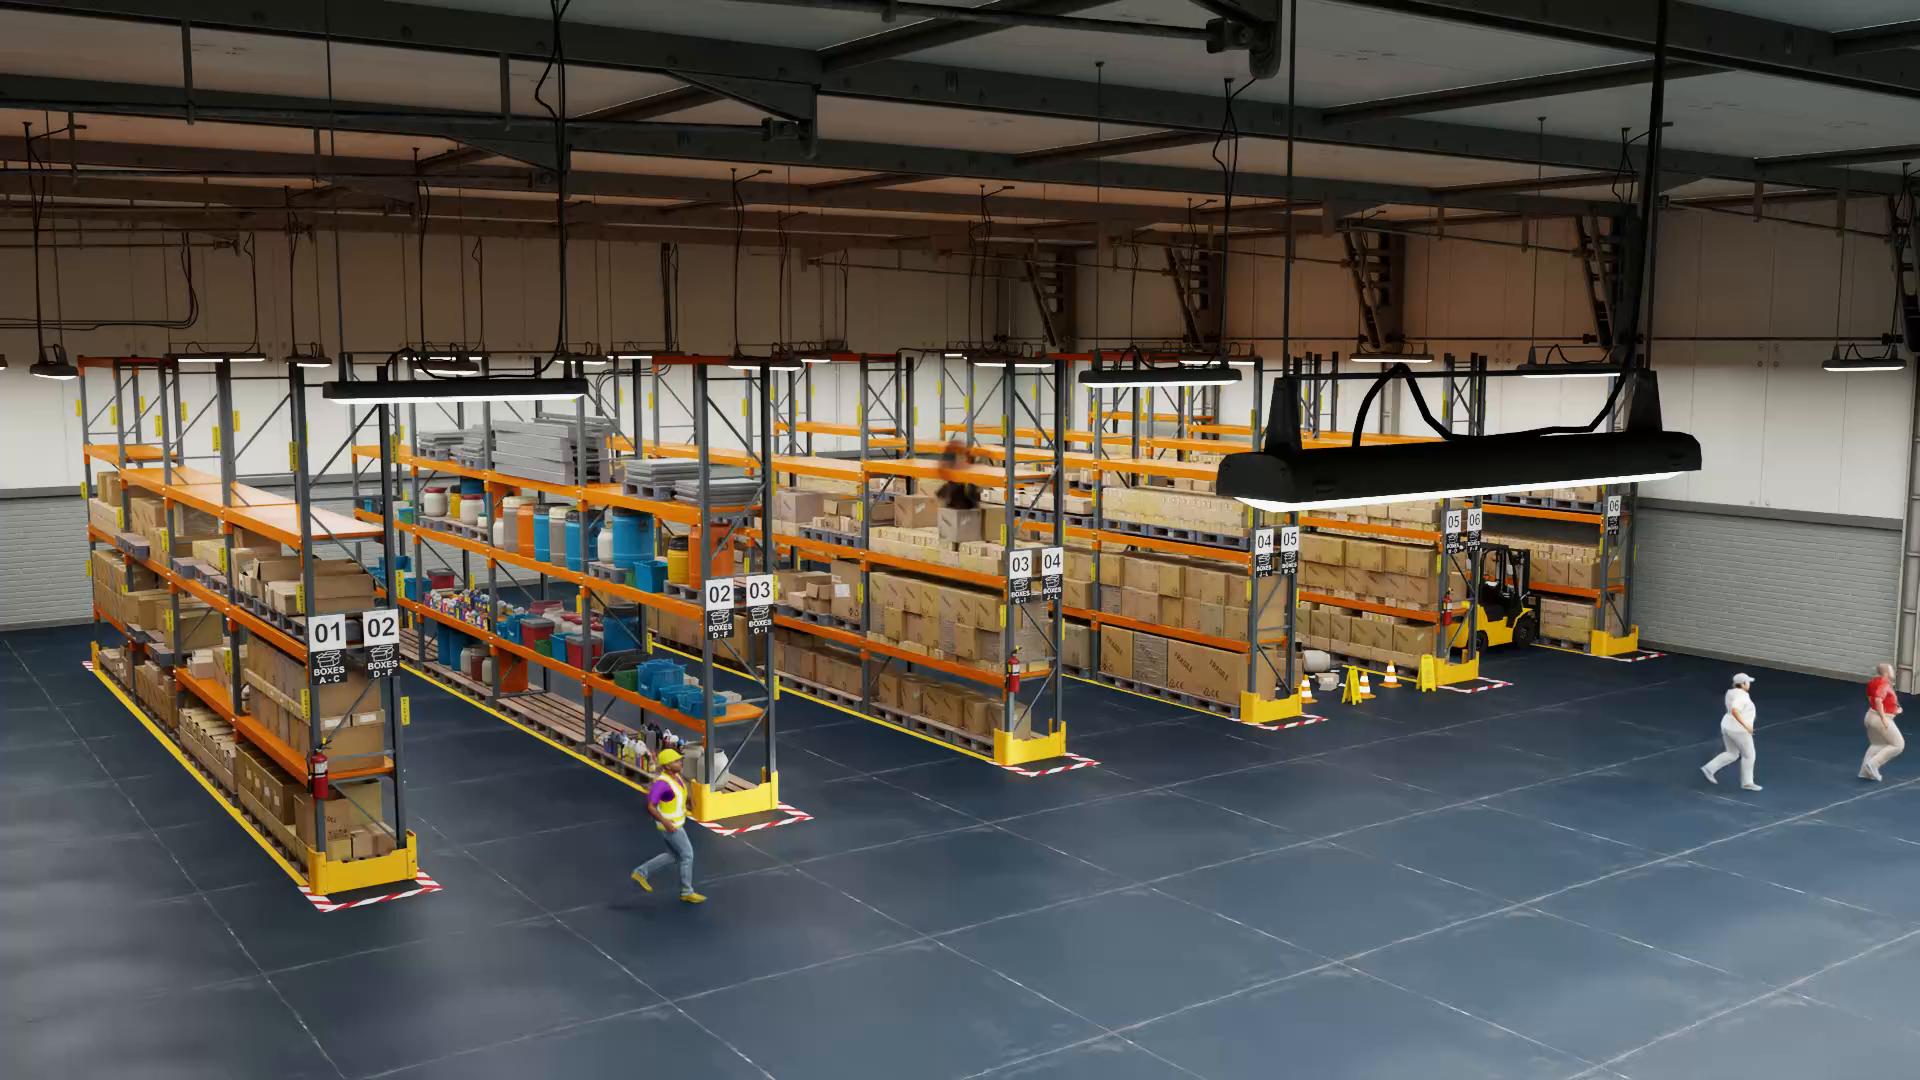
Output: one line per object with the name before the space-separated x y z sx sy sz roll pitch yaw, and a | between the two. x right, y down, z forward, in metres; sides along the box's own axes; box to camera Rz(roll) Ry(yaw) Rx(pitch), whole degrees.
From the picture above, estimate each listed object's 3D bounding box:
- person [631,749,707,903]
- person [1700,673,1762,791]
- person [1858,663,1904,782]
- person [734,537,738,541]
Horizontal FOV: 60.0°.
person | -3.286 3.207 18.701 0.844 1.766 0.690 0 7 -3
person | 10.879 2.685 23.338 0.808 1.658 0.627 0 7 3
person | 13.249 2.605 23.835 0.605 1.694 0.668 0 7 3
person | -5.634 0.653 40.700 0.710 1.494 0.692 1 7 6
